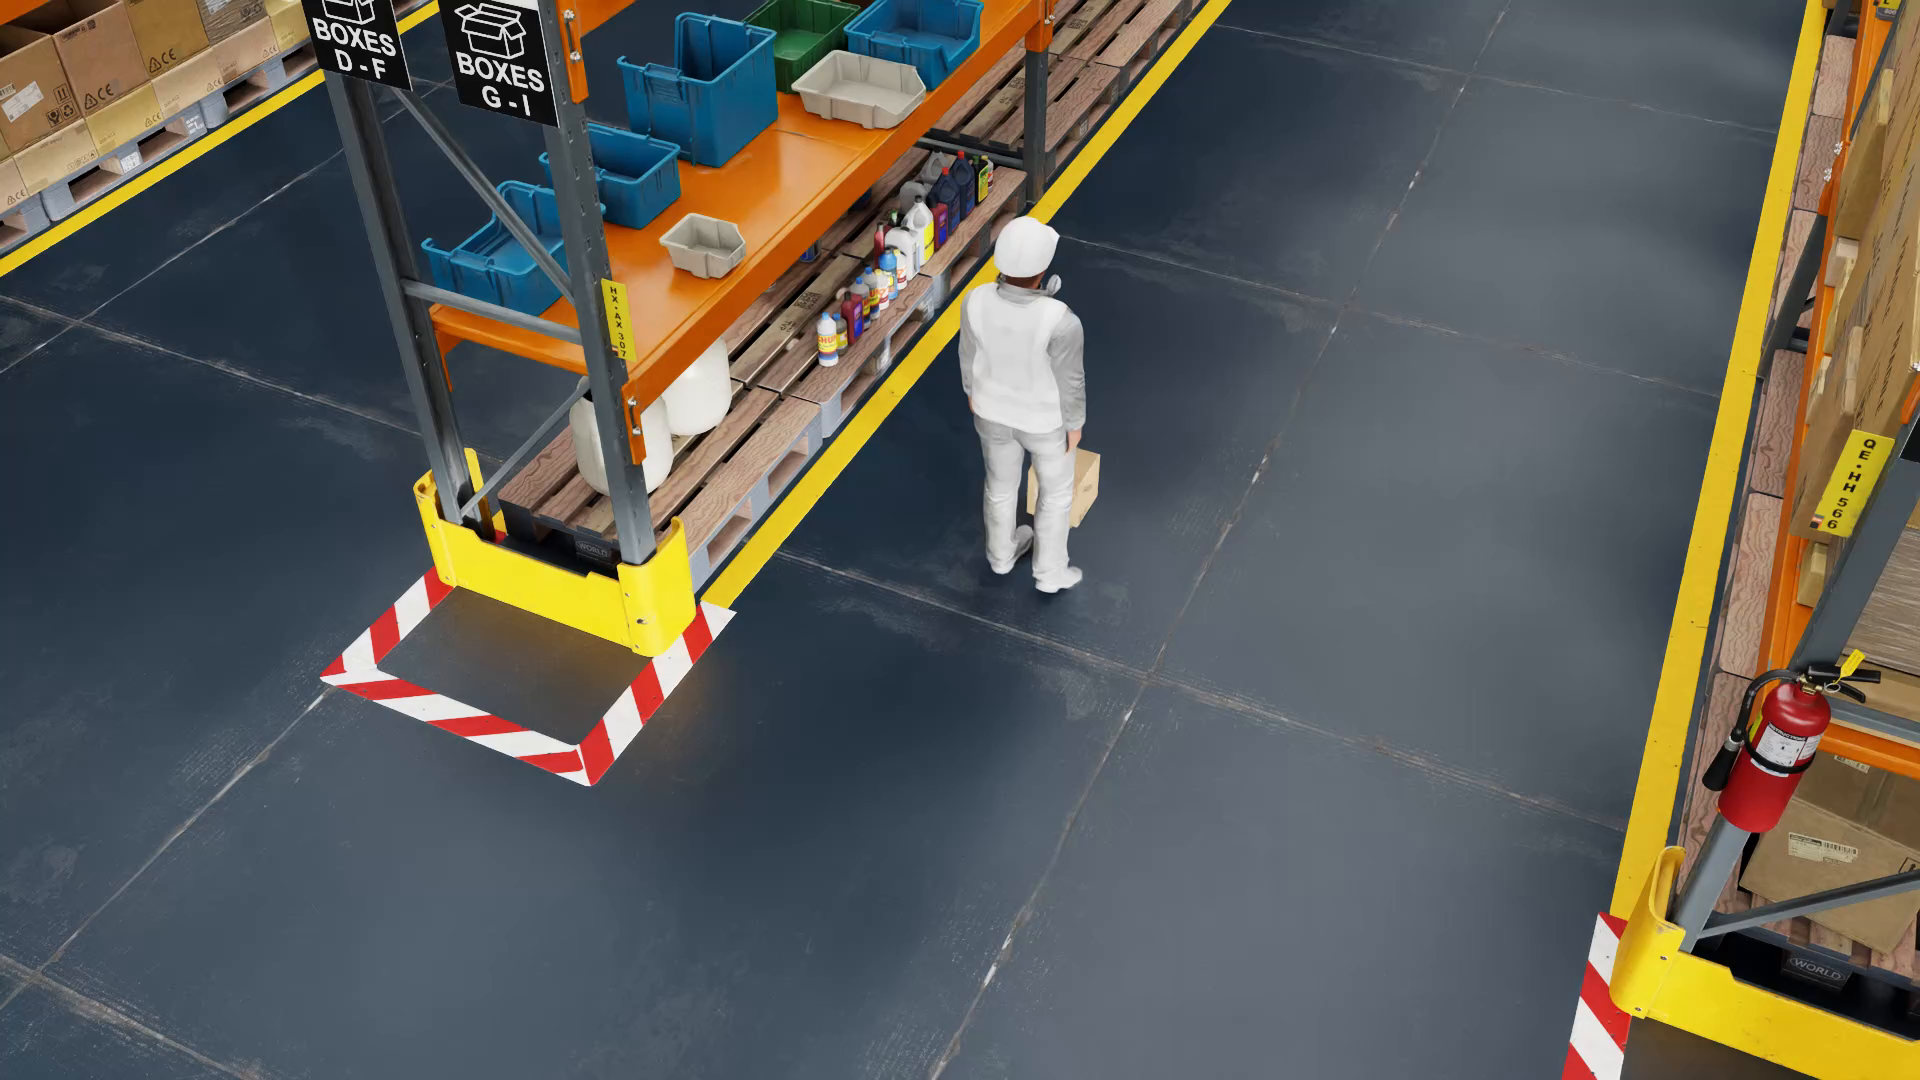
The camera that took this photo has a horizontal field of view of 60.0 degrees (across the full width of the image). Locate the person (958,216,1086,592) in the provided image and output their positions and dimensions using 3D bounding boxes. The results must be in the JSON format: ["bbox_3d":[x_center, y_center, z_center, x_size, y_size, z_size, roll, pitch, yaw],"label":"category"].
[{"bbox_3d":[0.271,-0.528,6.767,0.554,1.833,0.406,18,45,19],"label":"person"}]
